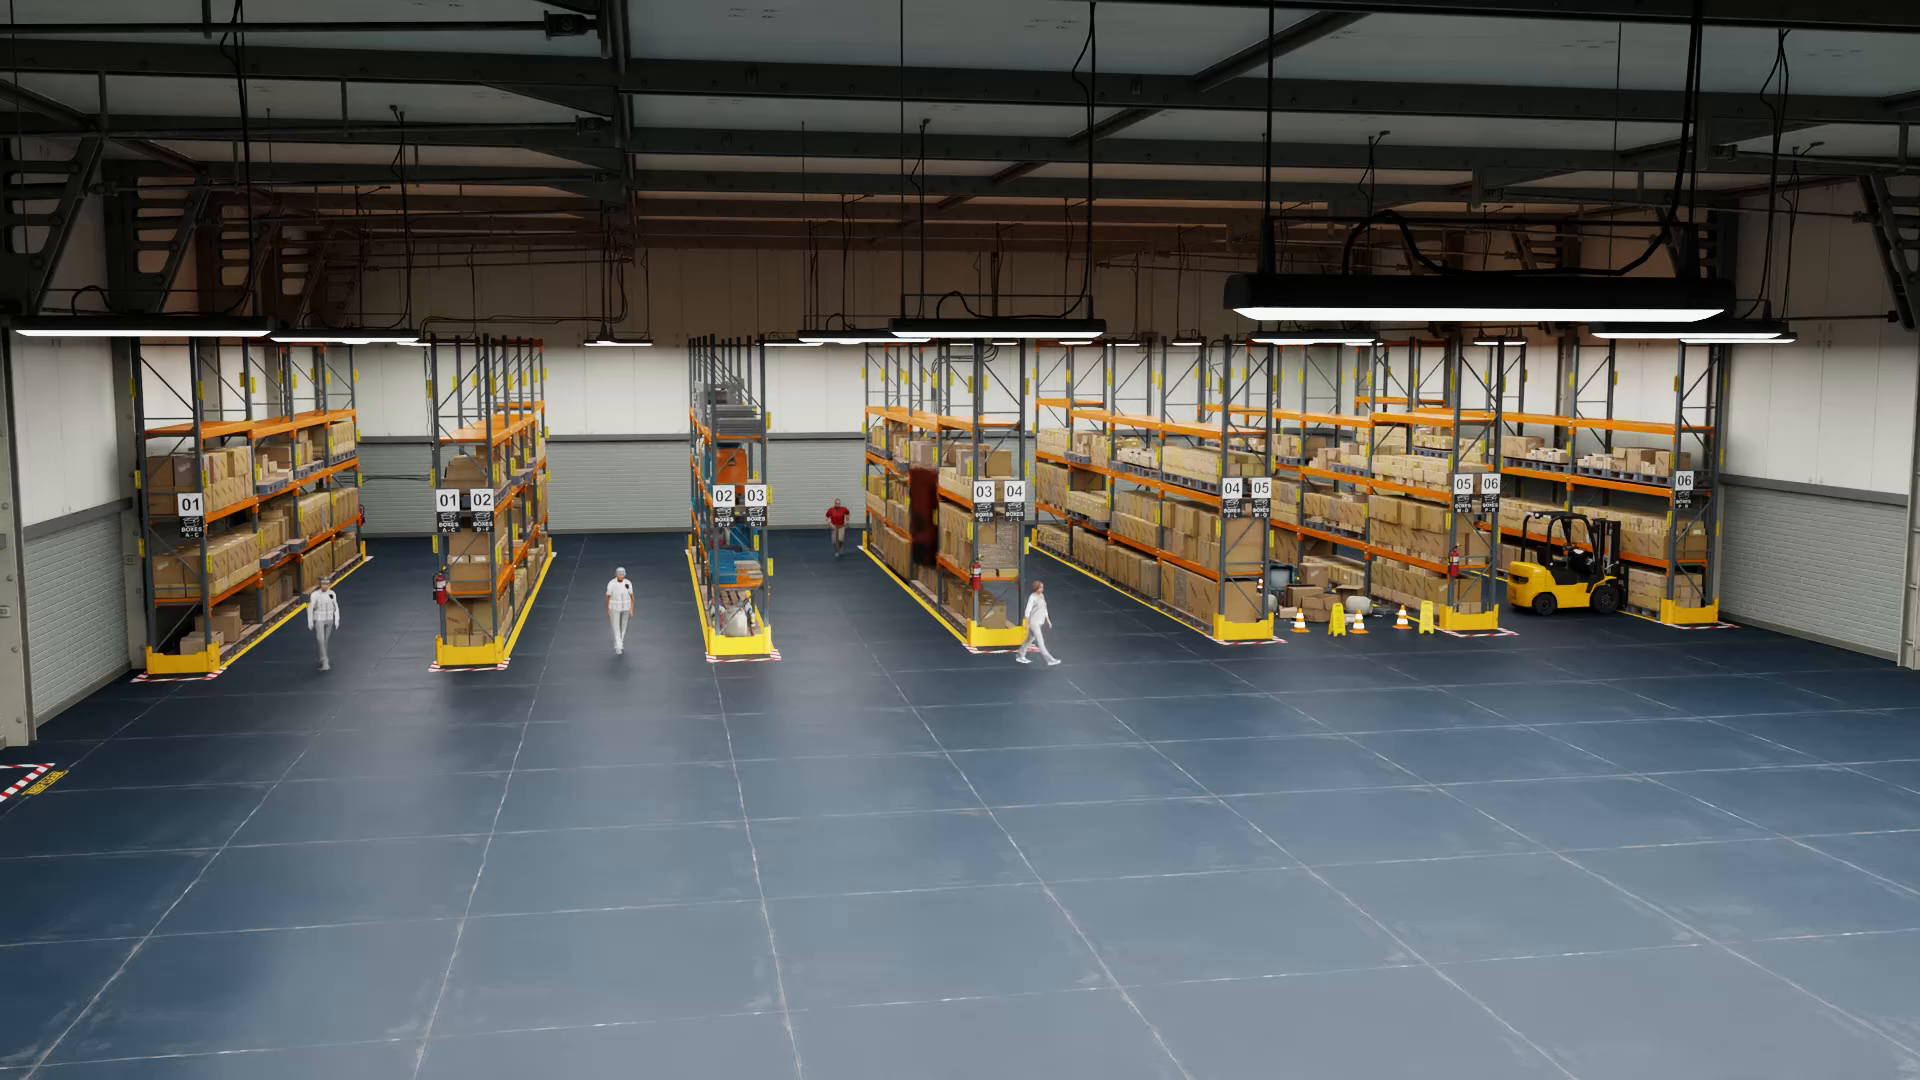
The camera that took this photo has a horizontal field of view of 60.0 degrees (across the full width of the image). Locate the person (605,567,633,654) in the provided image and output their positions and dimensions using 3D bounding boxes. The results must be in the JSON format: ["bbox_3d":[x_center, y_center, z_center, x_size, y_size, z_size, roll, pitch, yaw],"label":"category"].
[{"bbox_3d":[-6.400,1.316,31.325,0.538,1.612,0.964,-4,8,-32],"label":"person"}]

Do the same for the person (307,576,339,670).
[{"bbox_3d":[-11.460,1.459,29.989,0.906,1.626,0.514,6,9,41],"label":"person"}]

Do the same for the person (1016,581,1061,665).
[{"bbox_3d":[1.435,1.498,30.052,0.994,1.537,0.451,3,7,27],"label":"person"}]

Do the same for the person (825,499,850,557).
[{"bbox_3d":[-3.363,-0.336,45.871,0.675,1.633,0.728,0,7,0],"label":"person"}]
